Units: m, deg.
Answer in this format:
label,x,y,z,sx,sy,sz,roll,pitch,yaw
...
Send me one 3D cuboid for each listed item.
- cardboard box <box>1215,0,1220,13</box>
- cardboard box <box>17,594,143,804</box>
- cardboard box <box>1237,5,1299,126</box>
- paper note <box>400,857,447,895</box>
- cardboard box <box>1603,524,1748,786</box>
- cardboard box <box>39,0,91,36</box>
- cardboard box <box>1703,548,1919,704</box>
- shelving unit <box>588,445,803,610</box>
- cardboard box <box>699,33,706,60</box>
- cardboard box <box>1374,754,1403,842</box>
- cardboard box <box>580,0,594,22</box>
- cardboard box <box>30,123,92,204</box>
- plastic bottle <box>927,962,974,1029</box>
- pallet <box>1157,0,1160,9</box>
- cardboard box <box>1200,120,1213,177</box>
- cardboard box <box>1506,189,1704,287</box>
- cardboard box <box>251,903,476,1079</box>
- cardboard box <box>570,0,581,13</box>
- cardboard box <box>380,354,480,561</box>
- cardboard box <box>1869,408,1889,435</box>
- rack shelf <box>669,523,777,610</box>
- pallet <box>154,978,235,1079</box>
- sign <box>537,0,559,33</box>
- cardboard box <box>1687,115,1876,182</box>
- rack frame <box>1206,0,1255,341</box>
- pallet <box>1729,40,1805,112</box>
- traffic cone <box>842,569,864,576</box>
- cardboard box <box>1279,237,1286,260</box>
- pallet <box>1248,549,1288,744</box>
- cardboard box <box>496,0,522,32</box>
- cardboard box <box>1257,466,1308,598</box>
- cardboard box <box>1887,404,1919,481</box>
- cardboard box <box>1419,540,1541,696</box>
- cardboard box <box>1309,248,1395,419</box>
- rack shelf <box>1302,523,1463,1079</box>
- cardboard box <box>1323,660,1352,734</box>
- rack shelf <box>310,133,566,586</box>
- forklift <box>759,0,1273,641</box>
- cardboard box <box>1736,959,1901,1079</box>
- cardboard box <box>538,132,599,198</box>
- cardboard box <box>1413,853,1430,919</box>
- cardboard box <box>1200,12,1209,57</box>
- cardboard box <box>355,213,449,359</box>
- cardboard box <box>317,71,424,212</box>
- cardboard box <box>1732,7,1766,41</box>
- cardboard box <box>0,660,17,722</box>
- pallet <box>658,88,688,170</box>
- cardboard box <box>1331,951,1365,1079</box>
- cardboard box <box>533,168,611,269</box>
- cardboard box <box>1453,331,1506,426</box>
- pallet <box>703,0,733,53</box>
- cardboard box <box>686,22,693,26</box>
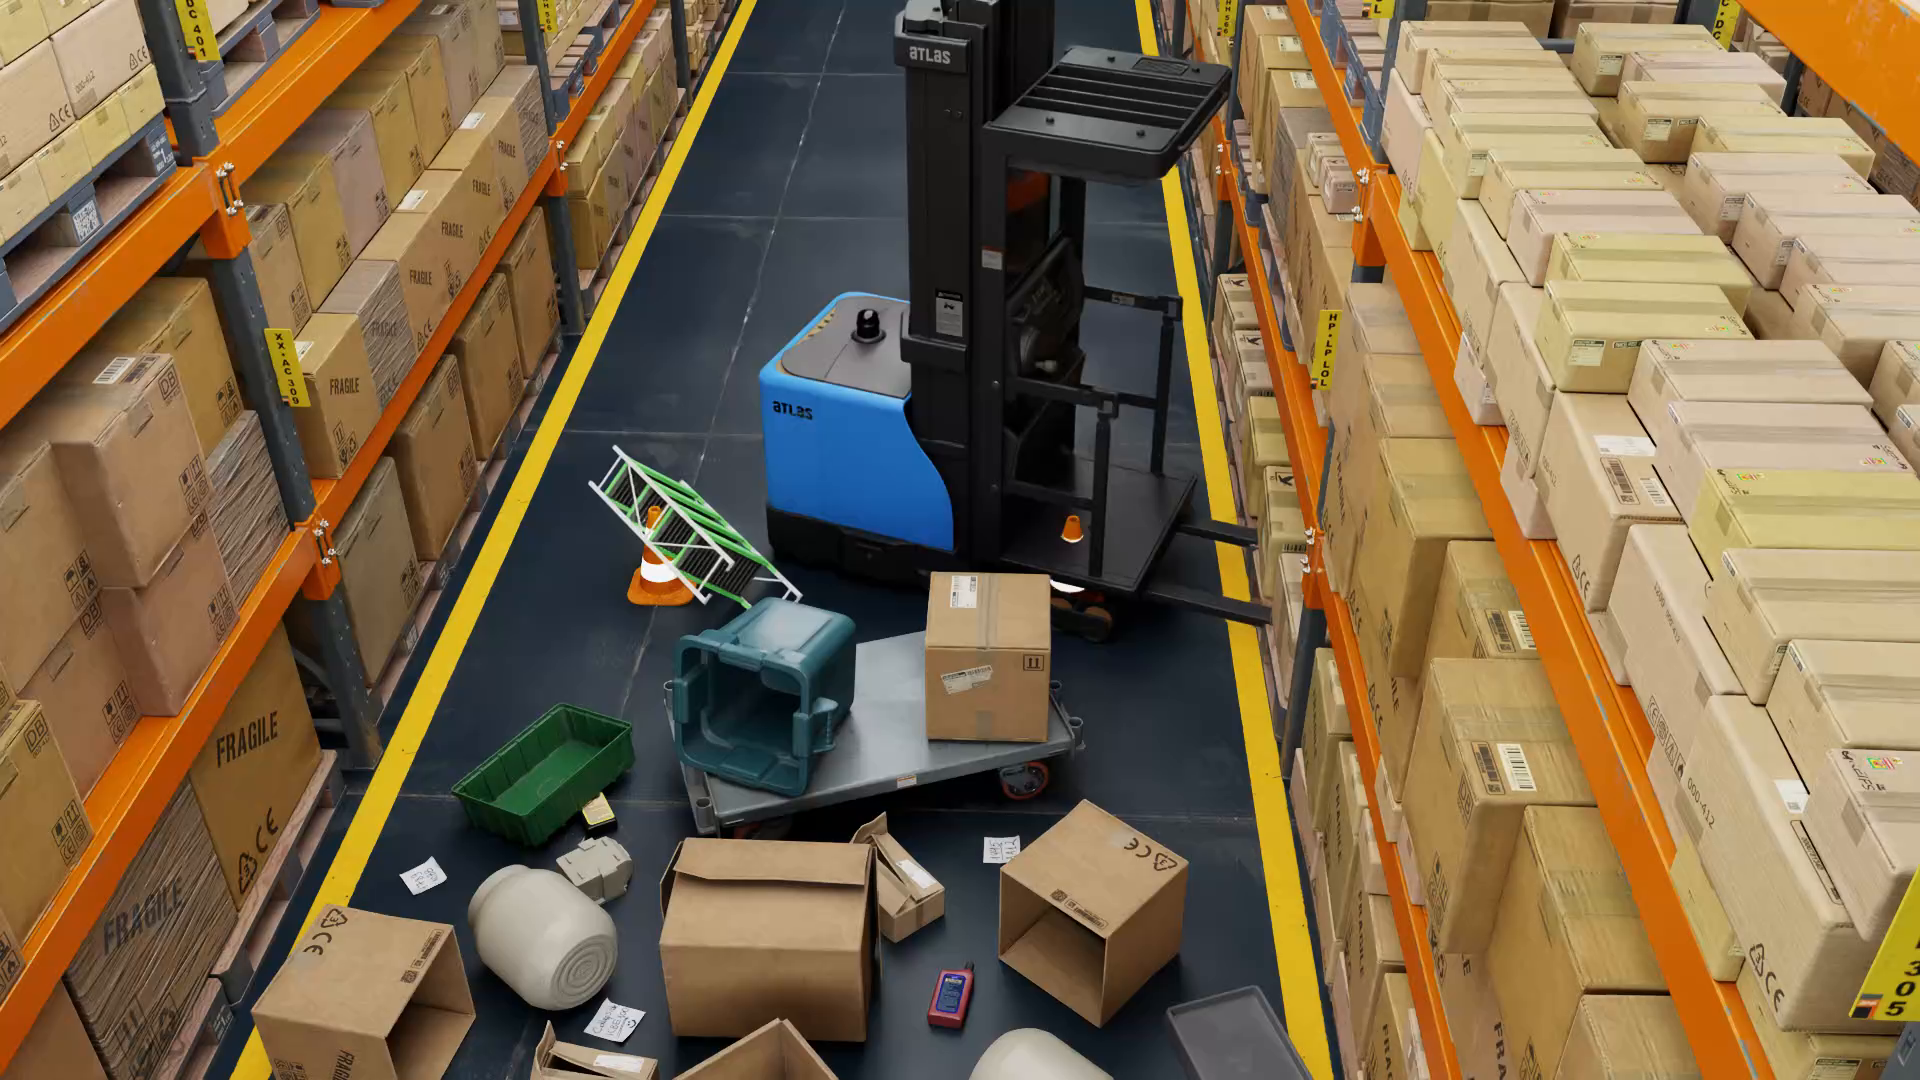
label,x,y,z,sx,sy,sz,roll,pitch,yaw
cardboard box,1.832,-3.553,10.185,0.500,0.500,0.500,2,35,3
cardboard box,-3.193,0.512,5.228,0.875,0.550,0.550,1,35,2
cardboard box,1.811,-2.586,9.055,0.500,0.500,0.500,0,35,1
paper note,-2.173,1.359,6.735,0.147,0.020,0.142,-24,42,-30
cardboard box,1.525,0.215,3.044,0.500,0.250,0.500,1,35,1
cardboard box,-2.757,-1.563,4.776,0.380,0.149,0.250,1,35,2
cardboard box,1.498,0.146,2.796,0.380,0.149,0.250,1,35,1
shelving unit,-1.319,-0.010,8.206,1.200,0.258,0.503,39,6,41
cardboard box,-2.383,-4.219,14.204,0.380,0.149,0.250,2,35,3
cardboard box,1.505,0.805,5.160,0.380,0.149,0.250,1,35,2
cardboard box,-2.632,-3.499,10.920,0.380,0.149,0.250,2,35,3
cardboard box,-2.765,-1.090,4.795,0.380,0.149,0.250,2,35,3
plastic bottle,-0.027,1.694,6.232,0.133,0.061,0.283,7,36,10
pallet,2.427,-5.499,16.336,1.003,0.211,1.213,1,35,2
cardboard box,2.247,-3.228,12.163,0.875,0.875,0.875,2,35,3
cardboard box,1.563,-0.734,4.048,0.380,0.149,0.250,1,35,1
cardboard box,-2.088,1.675,5.876,0.500,0.500,0.500,7,36,10
cardboard box,-2.644,-3.479,10.632,0.380,0.149,0.250,1,35,2
cardboard box,-3.073,-0.427,8.286,1.050,0.750,0.750,1,35,2
cardboard box,2.051,-0.065,3.443,0.500,0.250,0.500,2,35,3
rack shelf,-1.141,0.136,8.008,0.148,0.258,0.480,39,6,41
pallet,-3.206,2.016,5.644,1.003,0.211,1.213,1,35,2
sign,-2.336,-3.024,9.382,0.100,0.325,0.005,1,35,2
cardboard box,2.192,-1.019,4.454,0.380,0.149,0.250,2,35,3
rack frame,2.060,-2.505,9.651,1.000,3.000,0.127,1,35,2
pallet,7.209,-3.944,14.124,1.003,0.211,1.213,1,35,2
traffic cone,-0.437,-0.103,8.440,0.336,0.463,0.334,1,35,2
cardboard box,1.748,-1.464,8.023,0.380,0.149,0.250,2,35,3
pallet,1.929,0.487,7.819,1.003,0.211,1.213,1,35,2
cardboard box,-2.678,-3.137,9.886,0.380,0.149,0.250,1,35,2
cardboard box,1.943,-0.018,8.032,0.950,0.372,0.625,3,35,5
cardboard box,2.021,-0.133,3.192,0.380,0.149,0.250,1,35,2
cardboard box,1.645,0.352,4.371,0.700,0.500,0.500,1,35,2
cardboard box,1.688,-0.812,6.531,0.500,0.500,0.500,1,35,1
rack shelf,1.819,1.237,4.953,1.077,0.370,4.000,1,35,2
cardboard box,1.541,0.578,6.075,0.380,0.149,0.250,2,35,3
rack shelf,-2.971,-1.117,8.303,1.077,0.370,4.000,1,35,2
forklift,0.580,-1.060,7.654,3.031,2.935,1.130,13,37,18
cardboard box,1.473,0.756,2.621,0.380,0.149,0.250,1,35,2
cardboard box,-2.621,-2.407,10.669,0.500,0.250,0.500,0,35,0
cardboard box,1.573,0.745,4.681,0.500,0.500,0.500,2,35,2
cardboard box,1.862,-3.323,10.945,0.500,0.250,0.500,1,35,1
cardboard box,-2.719,-1.177,7.674,0.500,0.500,0.500,1,35,2
cardboard box,-2.976,-1.874,7.797,0.700,0.500,0.500,1,35,1
cardboard box,7.107,-4.702,14.585,0.700,0.500,0.500,0,35,0
cardboard box,-3.178,0.376,4.483,0.875,0.550,0.500,1,35,2
pallet,-2.759,-3.271,13.166,1.003,0.211,1.213,1,35,2
cardboard box,1.577,1.691,5.707,0.500,0.250,0.500,1,35,1
cardboard box,-2.607,-2.110,10.899,0.500,0.500,0.500,0,35,0
cardboard box,1.502,-0.419,4.293,0.380,0.149,0.250,1,35,1
pallet,-2.692,-4.807,15.353,1.003,0.211,1.213,1,35,2
cardboard box,-2.475,-4.334,14.110,0.380,0.149,0.250,2,35,2
